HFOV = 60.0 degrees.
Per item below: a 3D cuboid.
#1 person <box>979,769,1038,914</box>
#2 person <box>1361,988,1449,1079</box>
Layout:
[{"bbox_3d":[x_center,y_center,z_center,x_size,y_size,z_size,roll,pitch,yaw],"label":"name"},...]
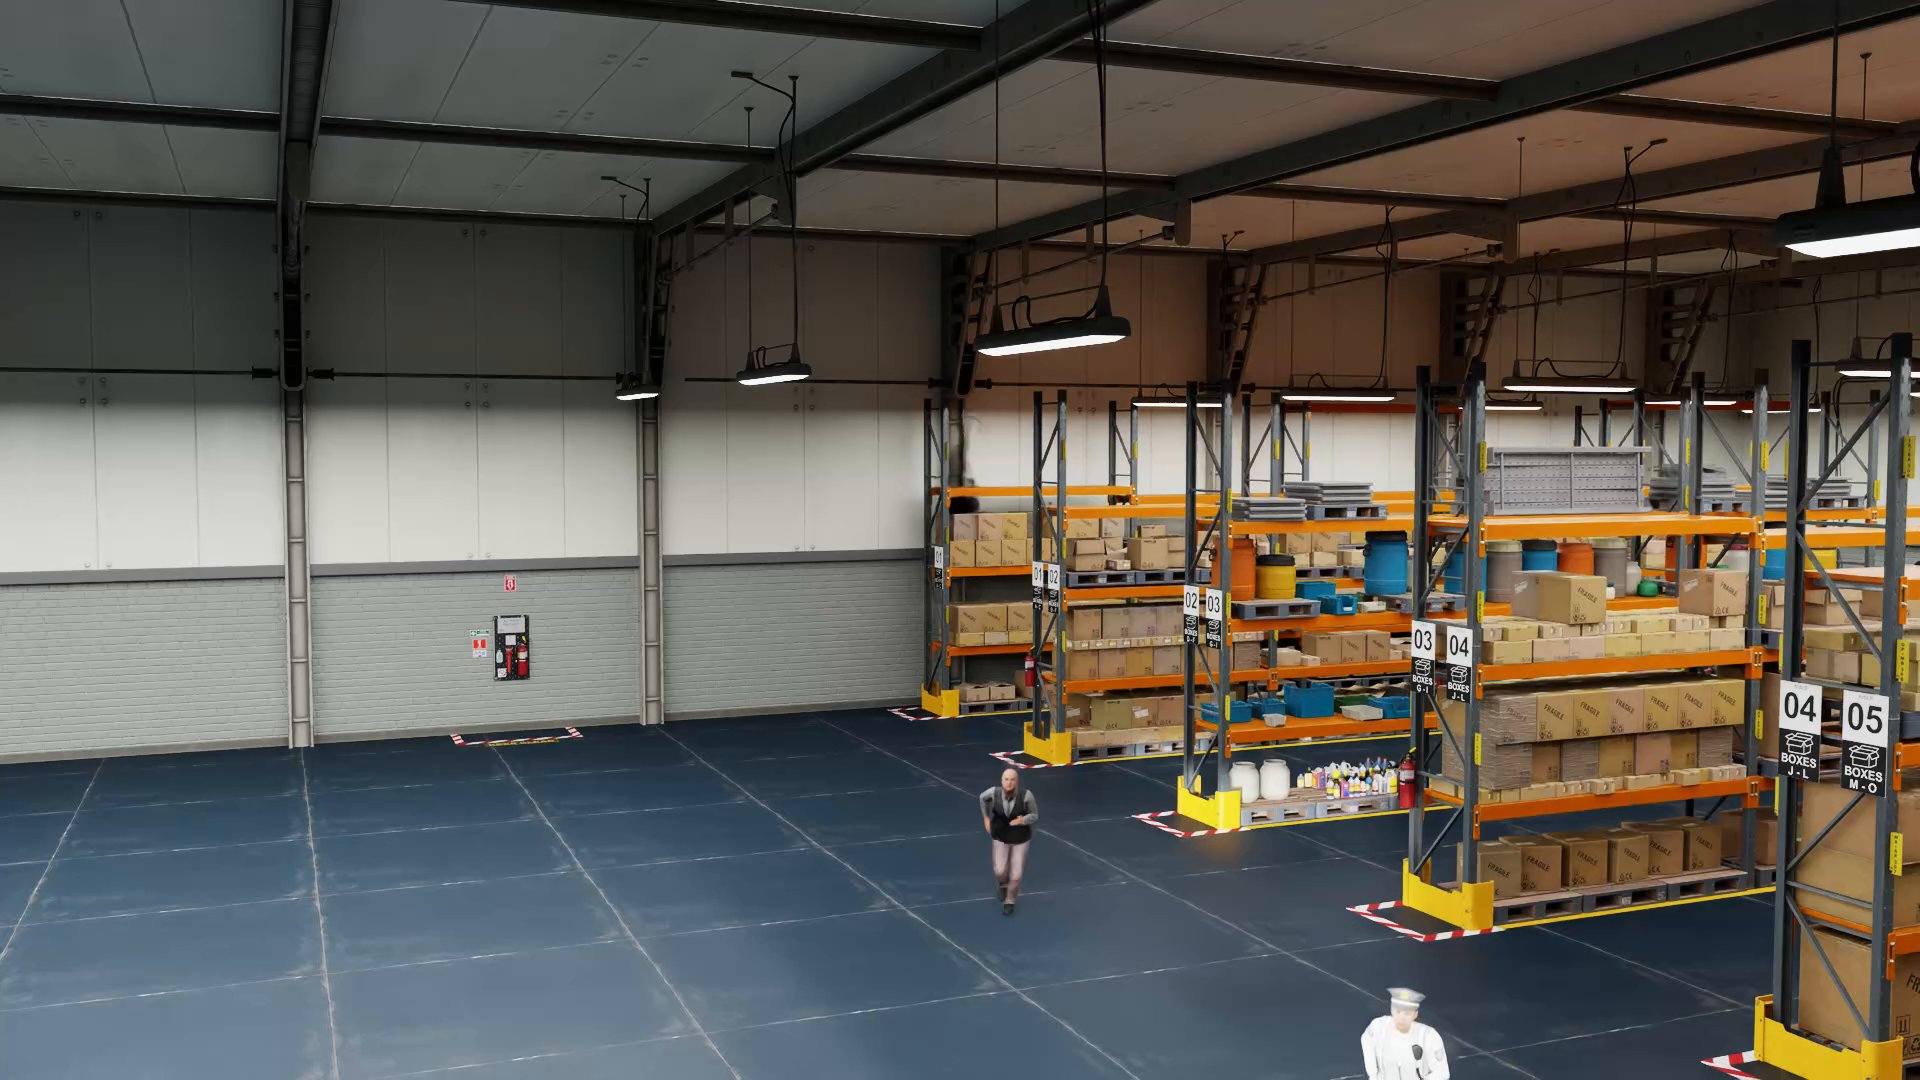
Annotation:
[{"bbox_3d":[0.526,3.278,18.018,0.644,1.647,0.774,0,3,2],"label":"person"},{"bbox_3d":[2.906,3.695,10.908,0.582,1.624,0.650,1,4,20],"label":"person"}]
